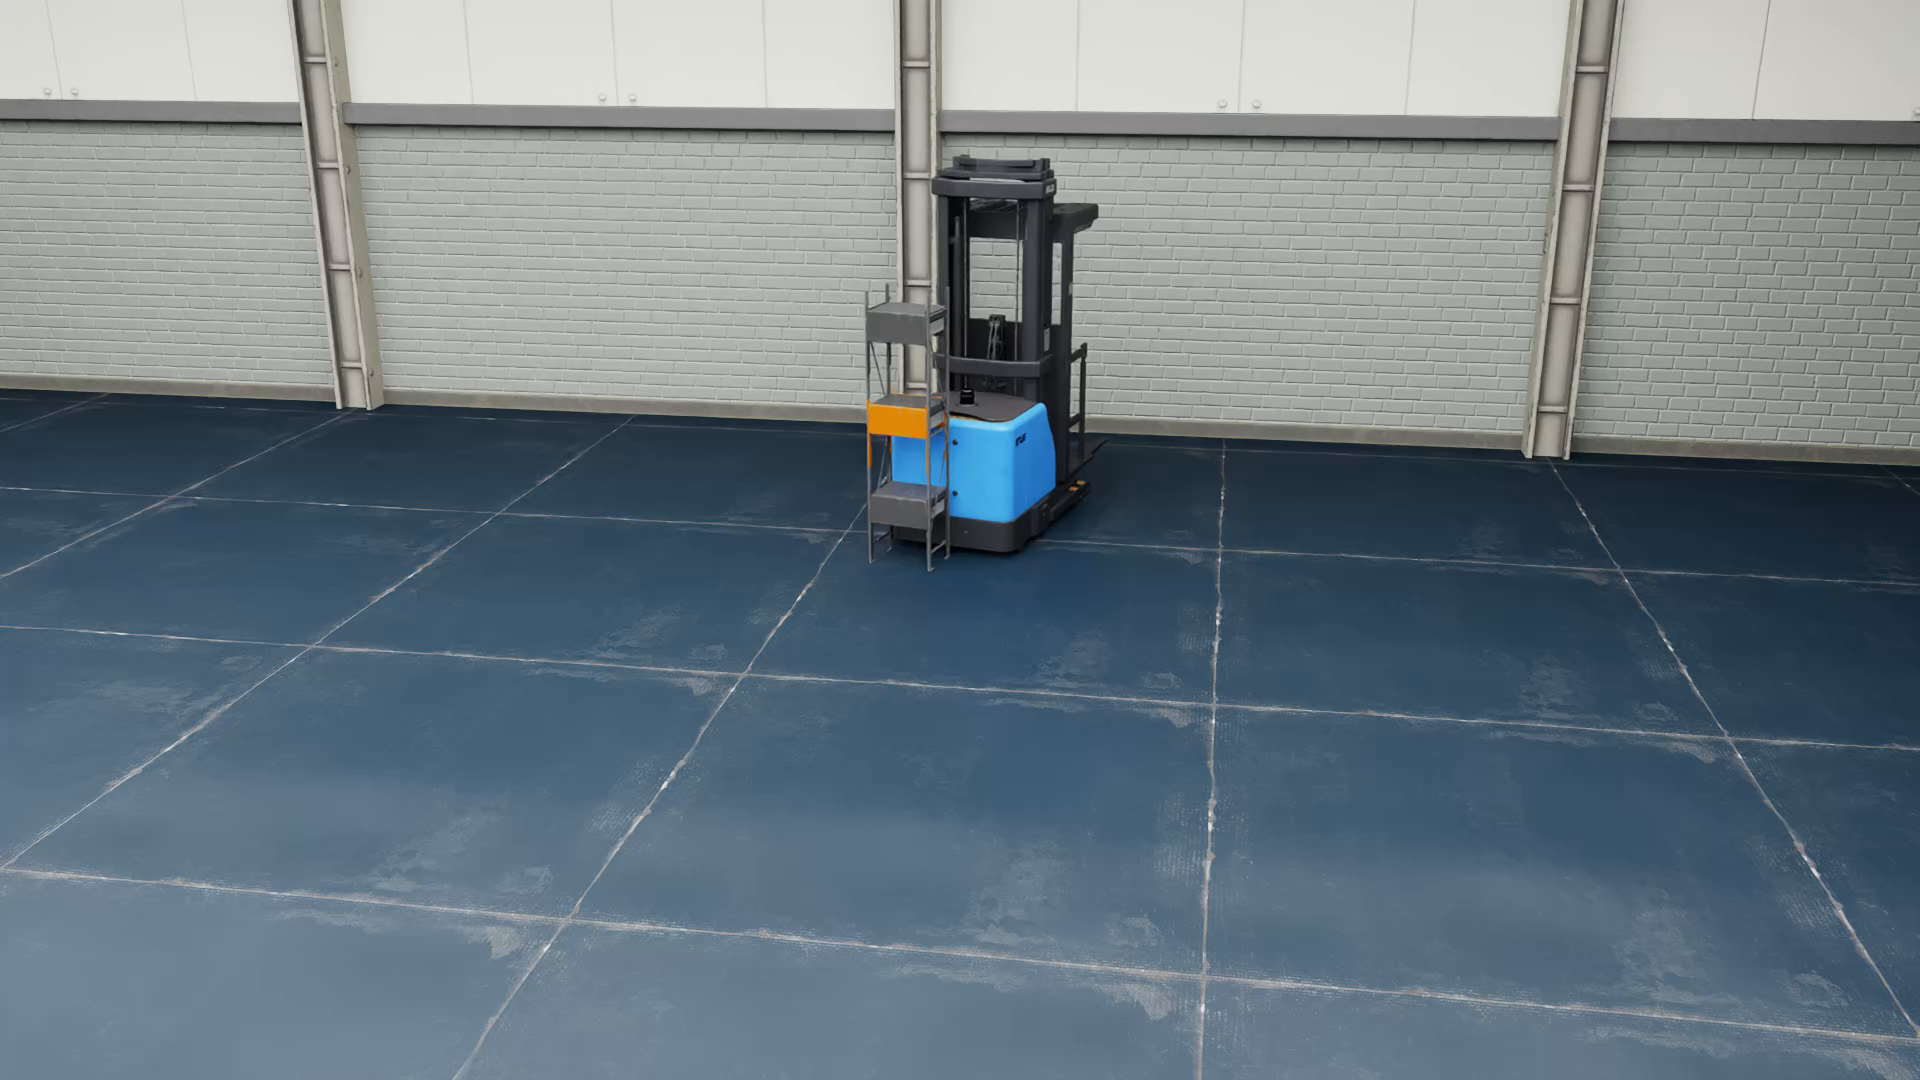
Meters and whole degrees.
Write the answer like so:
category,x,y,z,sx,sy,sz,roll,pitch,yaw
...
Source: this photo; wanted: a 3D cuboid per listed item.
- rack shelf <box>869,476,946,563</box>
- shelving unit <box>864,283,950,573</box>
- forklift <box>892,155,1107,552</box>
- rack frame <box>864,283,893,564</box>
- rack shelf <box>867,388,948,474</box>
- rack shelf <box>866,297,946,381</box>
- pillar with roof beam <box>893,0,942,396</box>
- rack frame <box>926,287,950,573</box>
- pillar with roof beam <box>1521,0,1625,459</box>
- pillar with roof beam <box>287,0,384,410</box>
category,x,y,z,sx,sy,sz,roll,pitch,yaw
rack shelf,-0.387,-0.162,12.726,0.480,0.518,0.431,7,20,21
shelving unit,-0.387,-0.838,12.500,0.503,2.100,0.431,7,20,21
forklift,0.480,-1.724,13.836,1.130,2.935,3.031,7,20,21
rack frame,-0.613,-0.868,12.587,0.015,2.100,0.400,7,20,21
rack shelf,-0.387,-0.825,12.504,0.480,0.518,0.431,7,20,21
rack shelf,-0.387,-1.489,12.282,0.480,0.518,0.431,7,20,21
pillar with roof beam,-1.073,-4.033,11.173,0.400,9.000,9.100,3,19,9
rack frame,-0.161,-0.809,12.412,0.015,2.100,0.400,7,20,21
pillar with roof beam,4.851,-3.731,10.271,0.400,9.000,9.100,3,19,9
pillar with roof beam,-6.997,-4.334,12.076,0.400,9.000,9.100,3,19,9
